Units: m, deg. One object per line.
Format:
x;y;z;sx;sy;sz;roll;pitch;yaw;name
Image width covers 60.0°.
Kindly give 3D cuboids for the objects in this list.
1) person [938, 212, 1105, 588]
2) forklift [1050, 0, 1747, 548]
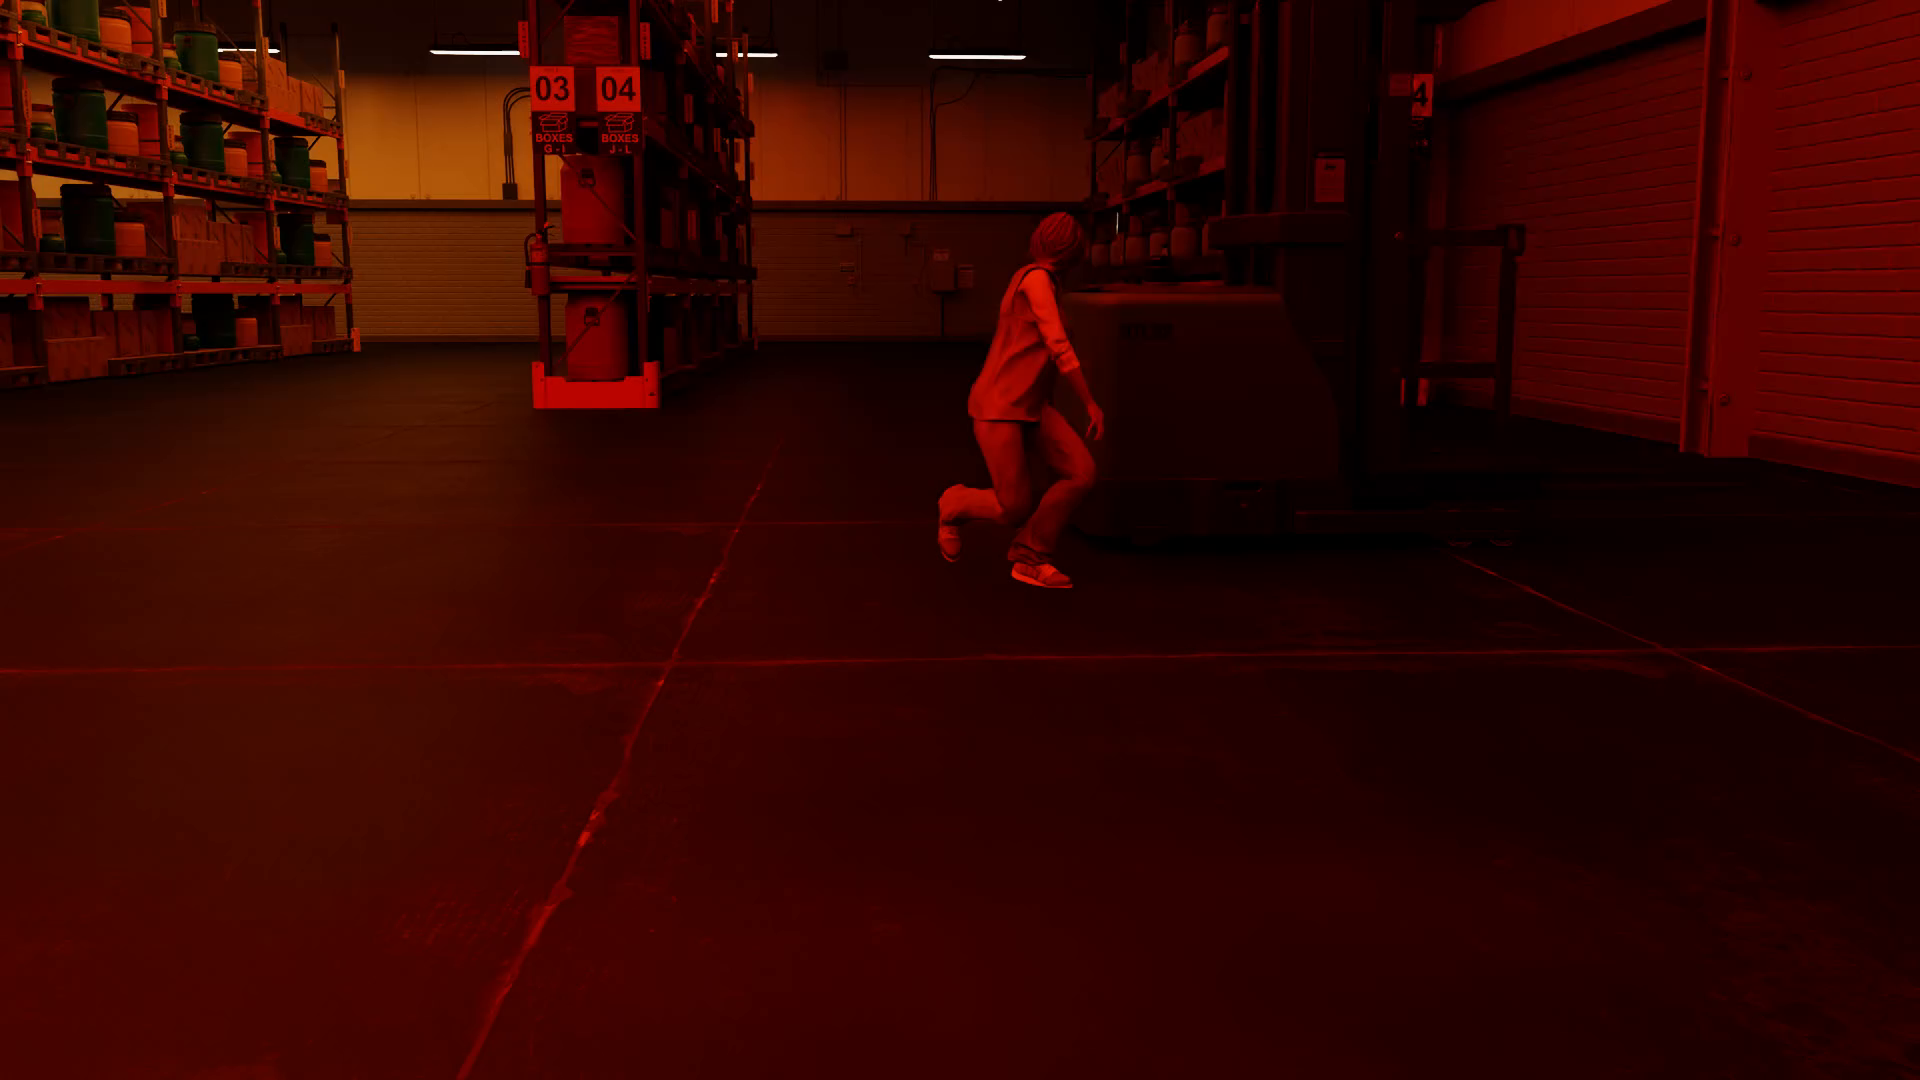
0.240;-0.511;6.215;0.746;1.376;0.541;5;10;29;person
1.978;-1.493;7.388;3.031;2.935;1.130;-1;9;-7;forklift
